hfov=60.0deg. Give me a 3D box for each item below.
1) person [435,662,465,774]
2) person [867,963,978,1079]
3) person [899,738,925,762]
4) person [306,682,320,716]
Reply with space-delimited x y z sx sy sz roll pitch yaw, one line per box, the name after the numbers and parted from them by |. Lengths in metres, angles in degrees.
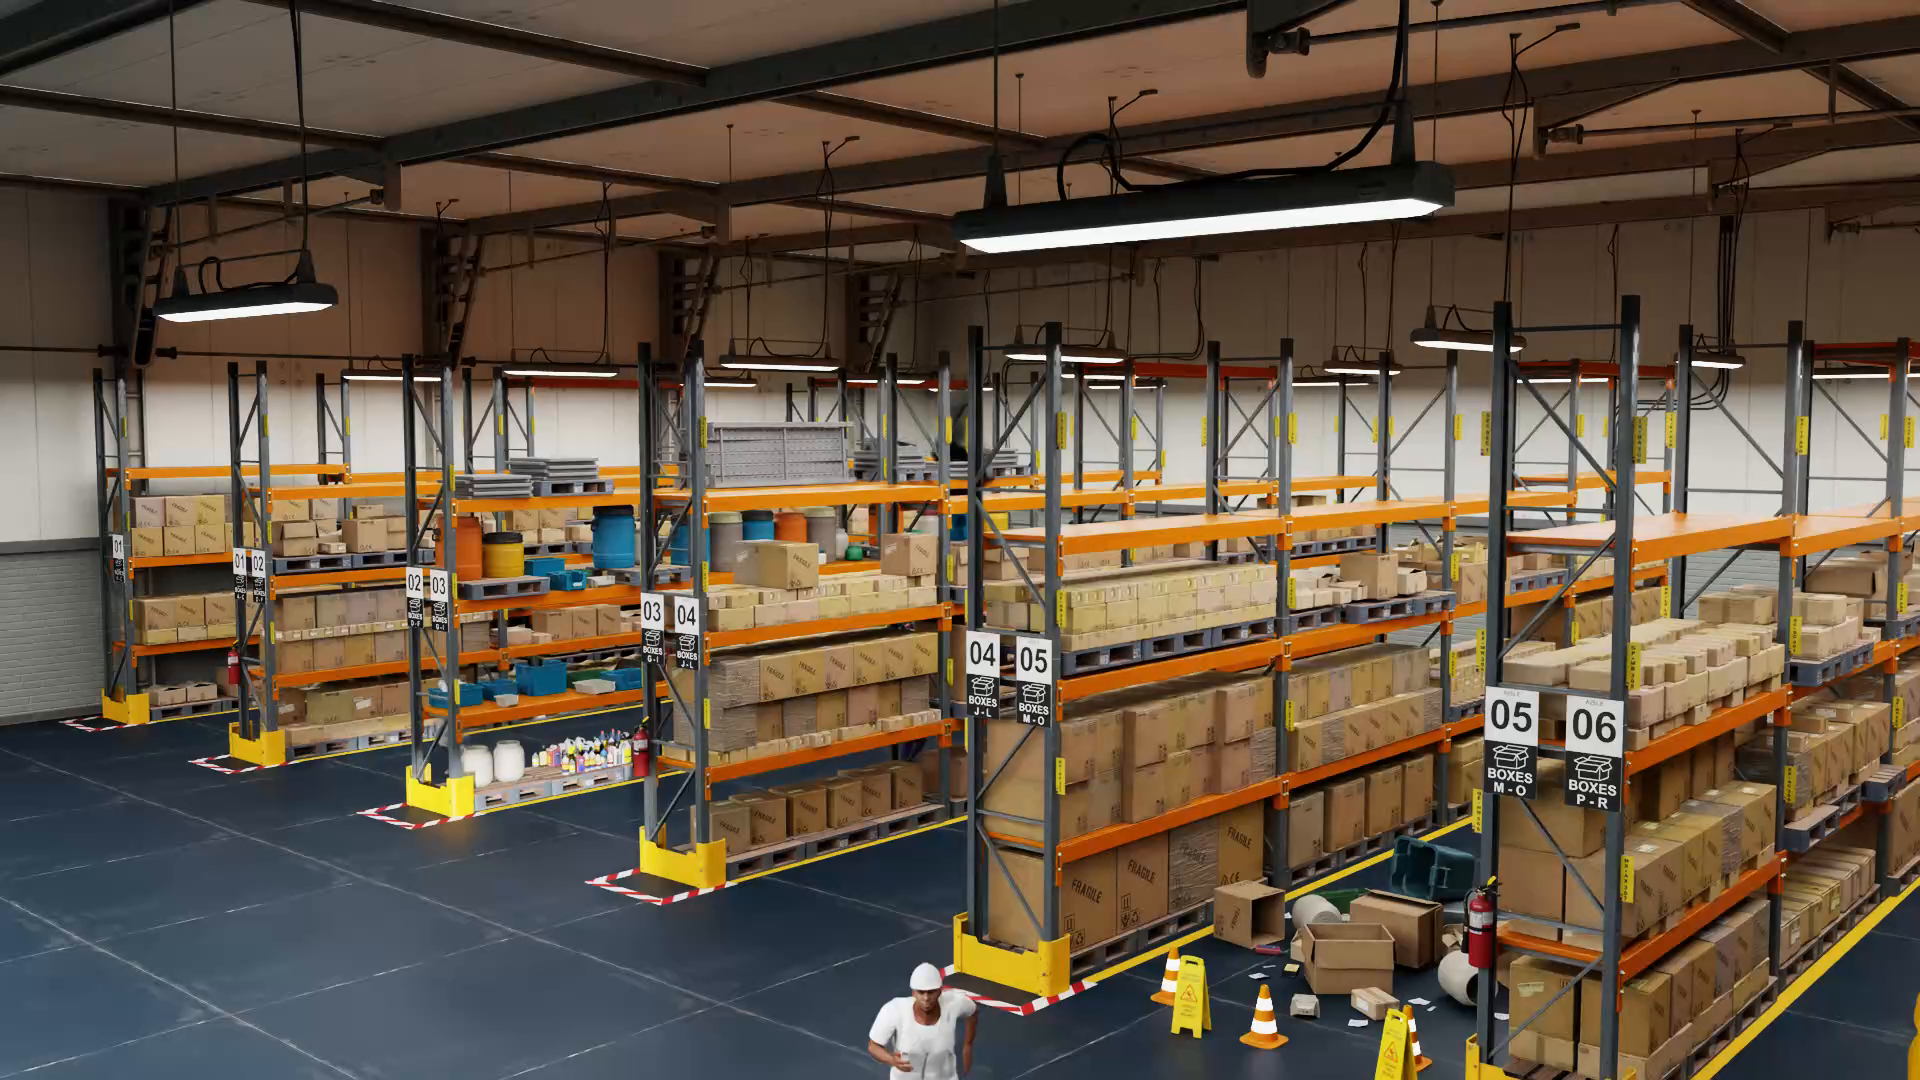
-7.440 2.581 24.209 0.615 1.649 0.642 2 5 24 | person
-0.233 3.520 10.687 0.694 1.774 1.006 0 4 2 | person
-0.742 2.504 24.874 0.607 1.620 0.941 3 5 35 | person
-10.749 2.281 27.800 0.554 1.674 0.927 2 5 22 | person
